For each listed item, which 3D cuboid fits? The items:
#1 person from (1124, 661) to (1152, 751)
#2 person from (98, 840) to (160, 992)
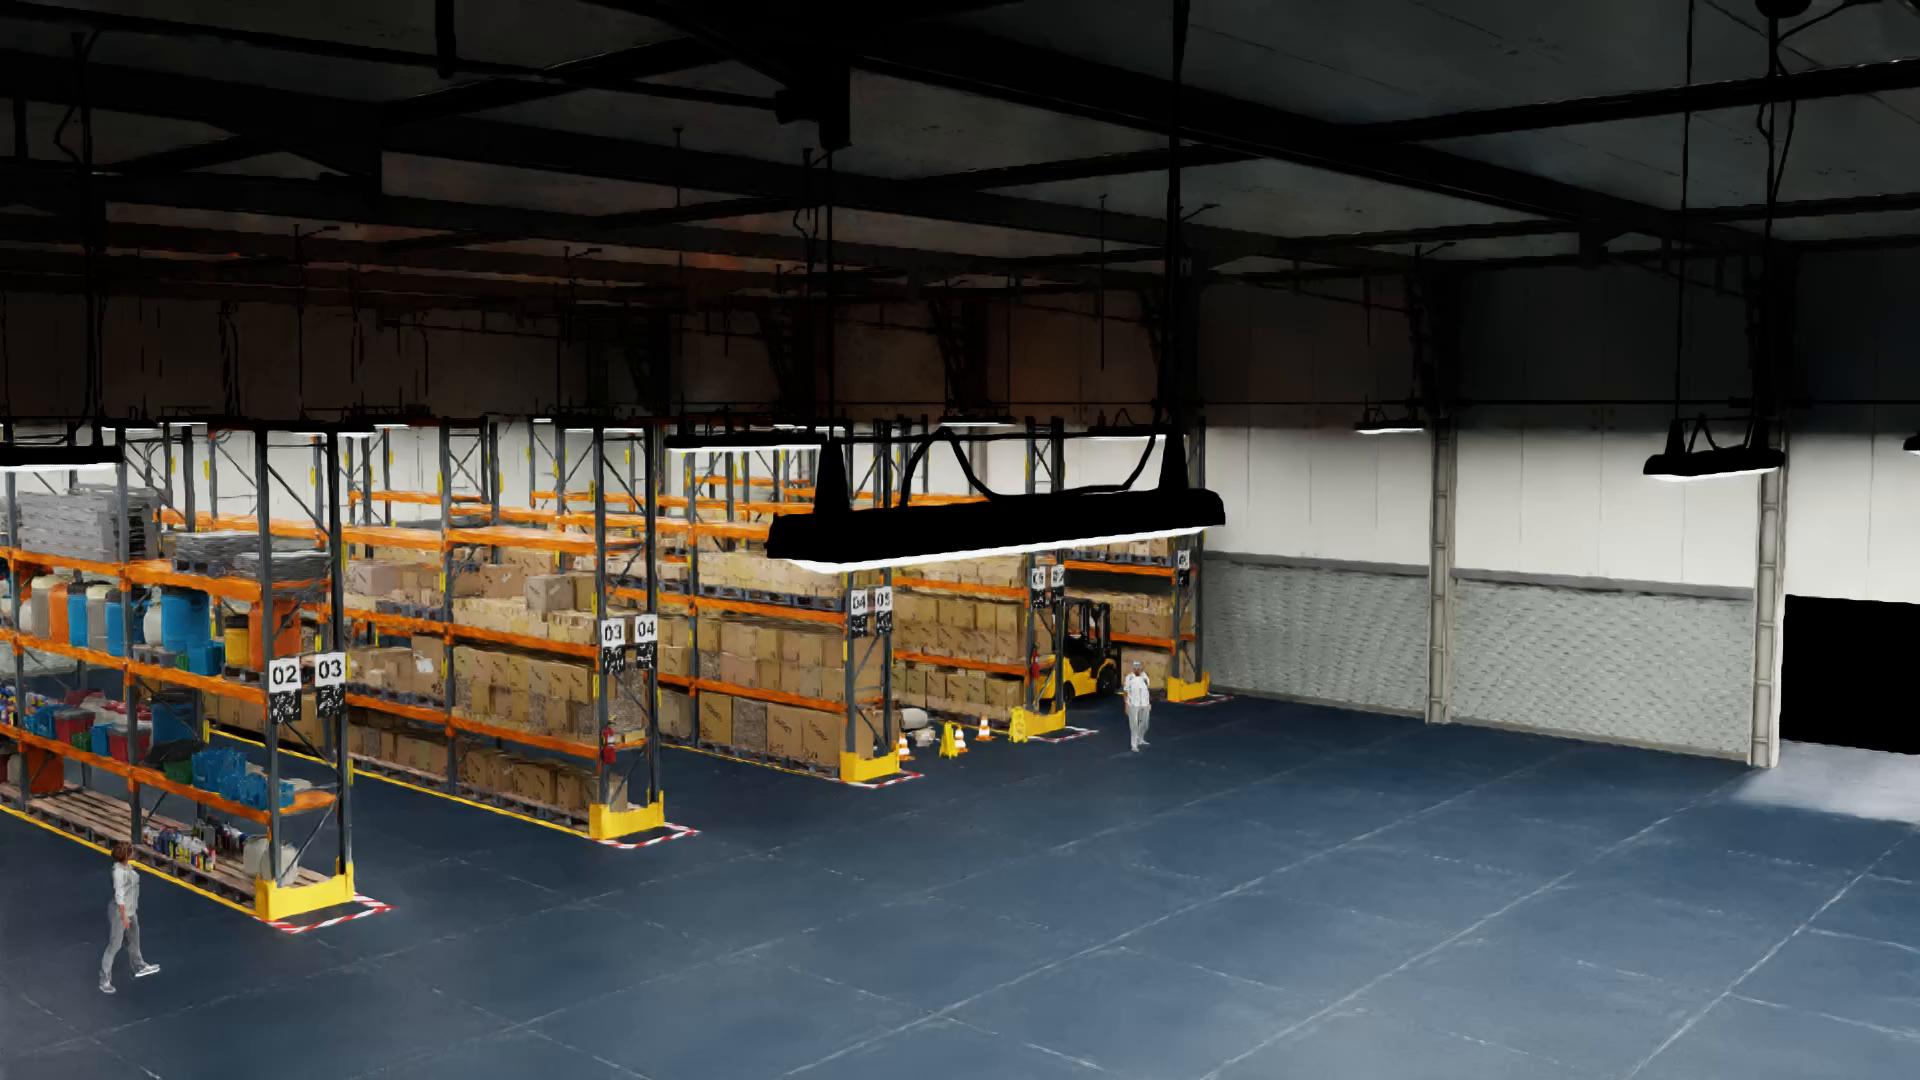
[{"bbox_3d":[3.240,2.997,30.299,0.536,1.649,0.569,-1,5,-12],"label":"person"},{"bbox_3d":[-9.049,4.027,18.024,0.527,1.586,0.636,-1,5,-14],"label":"person"}]
